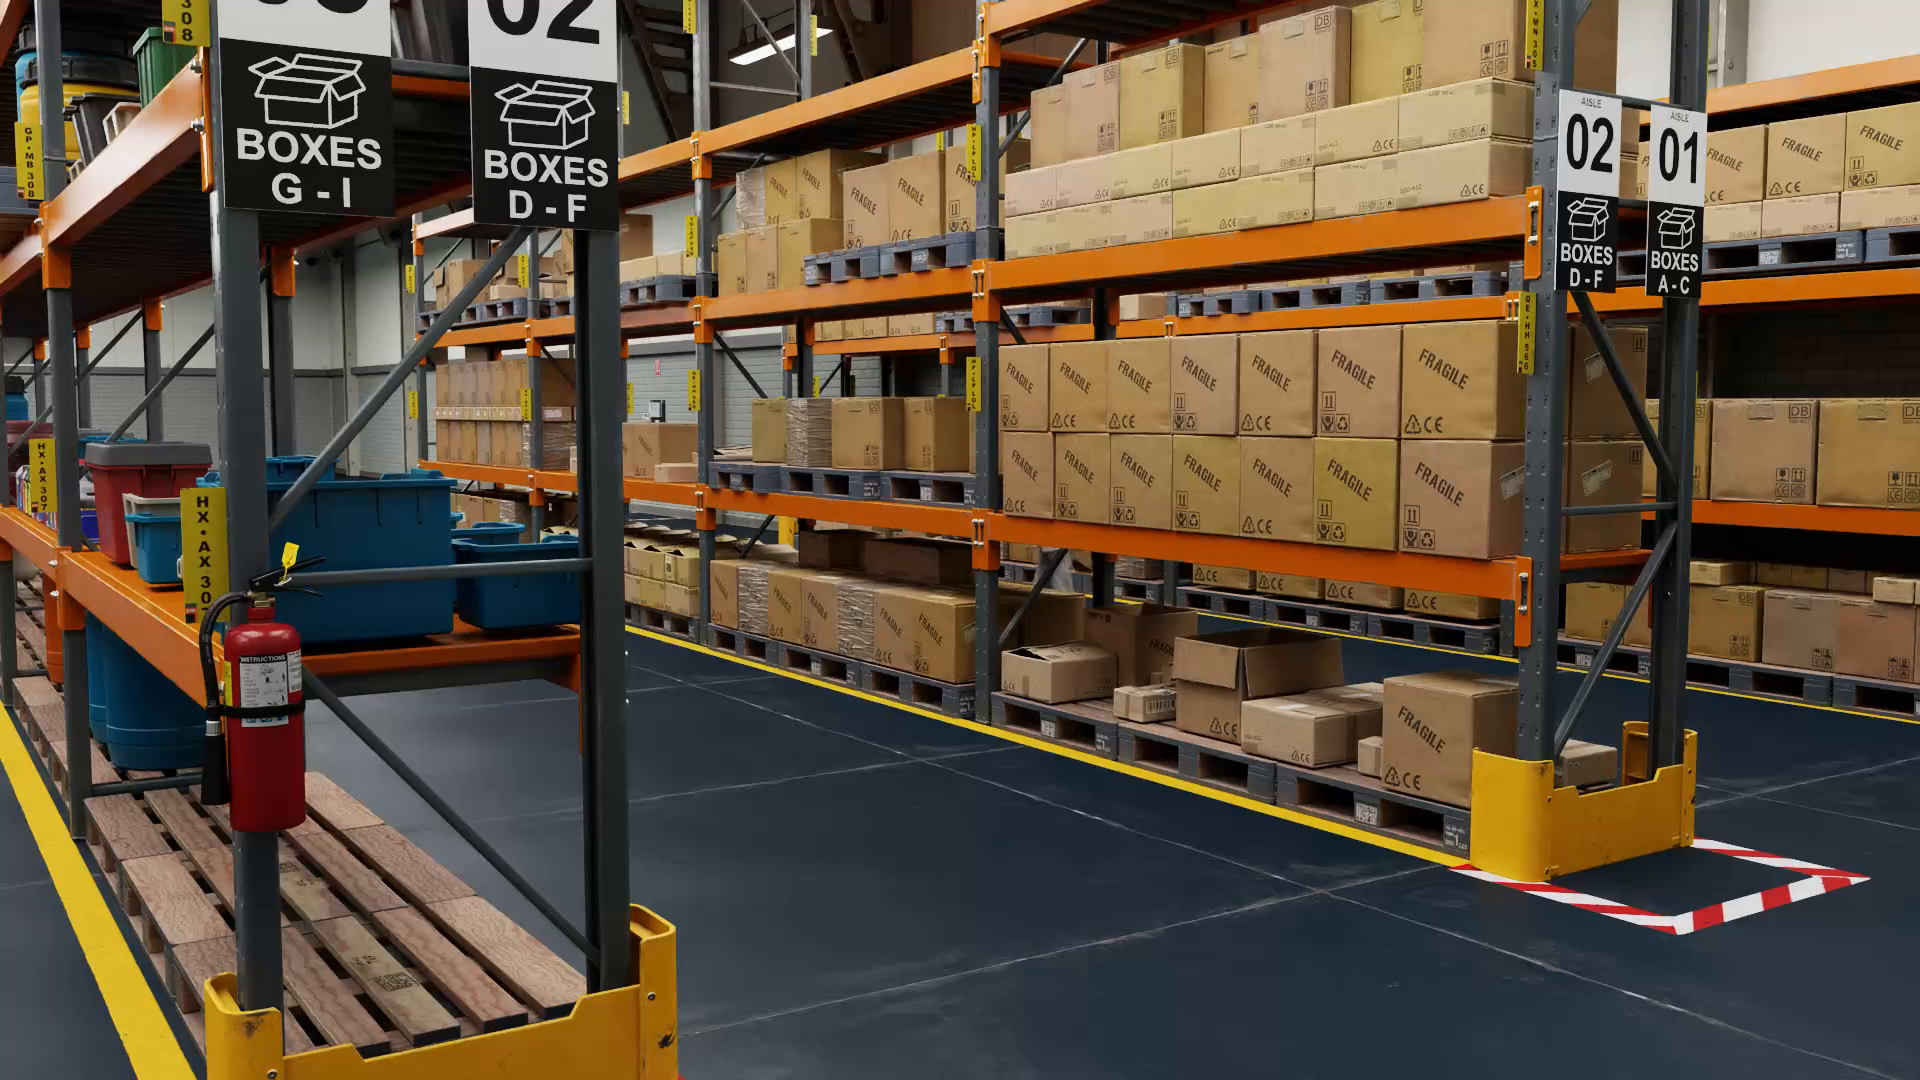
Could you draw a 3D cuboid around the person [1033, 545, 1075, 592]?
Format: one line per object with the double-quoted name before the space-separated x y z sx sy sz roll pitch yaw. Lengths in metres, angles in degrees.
"person" 0.924 -0.133 14.813 0.656 1.774 0.655 1 5 7
